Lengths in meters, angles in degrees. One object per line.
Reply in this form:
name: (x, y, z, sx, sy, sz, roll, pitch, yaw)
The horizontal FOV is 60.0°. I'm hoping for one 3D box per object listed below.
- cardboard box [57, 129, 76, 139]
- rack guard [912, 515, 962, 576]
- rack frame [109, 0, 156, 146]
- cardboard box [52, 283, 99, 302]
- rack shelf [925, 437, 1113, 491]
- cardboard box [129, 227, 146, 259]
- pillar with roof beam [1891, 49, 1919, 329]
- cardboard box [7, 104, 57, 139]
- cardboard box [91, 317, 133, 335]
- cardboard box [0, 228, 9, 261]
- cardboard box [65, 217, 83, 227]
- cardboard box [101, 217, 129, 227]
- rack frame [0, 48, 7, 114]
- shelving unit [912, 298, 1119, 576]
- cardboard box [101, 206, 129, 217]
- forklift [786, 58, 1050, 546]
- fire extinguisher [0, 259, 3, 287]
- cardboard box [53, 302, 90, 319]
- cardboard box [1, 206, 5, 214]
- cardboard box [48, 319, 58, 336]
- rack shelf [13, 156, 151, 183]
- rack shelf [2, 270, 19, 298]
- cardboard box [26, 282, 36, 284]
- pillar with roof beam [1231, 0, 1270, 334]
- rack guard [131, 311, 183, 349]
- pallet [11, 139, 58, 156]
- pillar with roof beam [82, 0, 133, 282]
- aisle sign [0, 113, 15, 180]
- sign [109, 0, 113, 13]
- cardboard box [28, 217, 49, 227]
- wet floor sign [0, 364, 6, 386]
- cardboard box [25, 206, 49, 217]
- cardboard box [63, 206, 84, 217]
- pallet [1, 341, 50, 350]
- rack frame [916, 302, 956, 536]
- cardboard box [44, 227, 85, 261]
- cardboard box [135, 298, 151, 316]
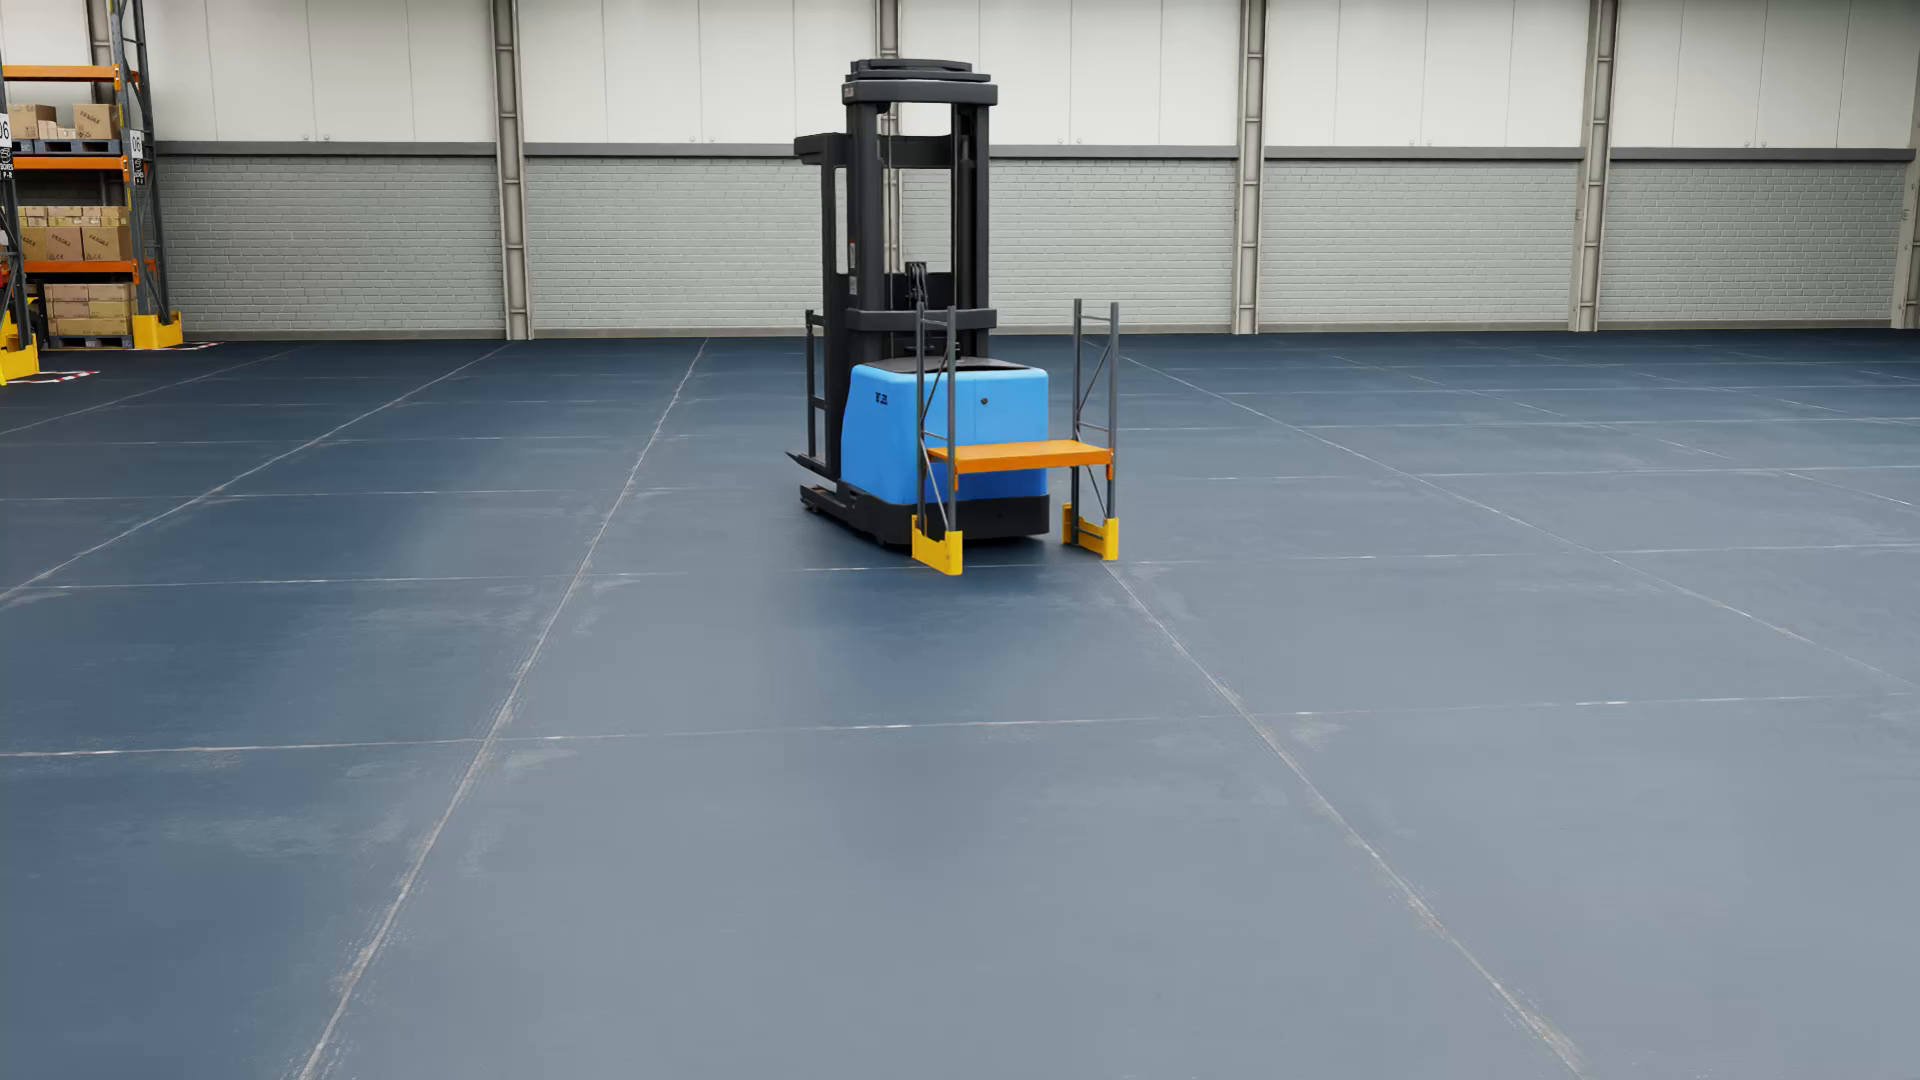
cardboard box: (-13.079, -5.969, 24.479, 0.250, 0.149, 0.380, -2, 11, -8)
rack guard: (-0.137, 0.026, 9.588, 0.087, 0.250, 0.587, -5, 12, -23)
rack frame: (-12.288, -7.384, 24.600, 0.127, 3.000, 1.000, -1, 11, -6)
cardboard box: (-13.219, -3.707, 24.894, 0.500, 0.250, 0.500, -1, 11, -5)
rack shelf: (0.328, -0.450, 9.701, 1.000, 0.185, 0.538, -5, 12, -23)
cardboard box: (-12.810, -4.532, 25.387, 0.500, 0.500, 0.500, -1, 11, -4)
pillar with roof beam: (17.212, -7.342, 24.385, 0.400, 9.000, 9.100, -1, 11, -6)
cardboard box: (-13.731, -6.158, 24.534, 0.500, 0.500, 0.700, -1, 11, -6)
cardboard box: (-12.721, -3.227, 25.045, 0.500, 0.250, 0.500, -1, 11, -6)
cardboard box: (-14.274, -4.396, 24.696, 0.500, 0.500, 0.500, -1, 11, -6)
cardboard box: (-13.118, -4.742, 24.772, 0.250, 0.149, 0.380, -1, 11, -5)
cardboard box: (-12.602, -4.747, 24.796, 0.250, 0.149, 0.380, -1, 11, -5)
rack frame: (-11.748, -6.432, 19.758, 0.127, 3.000, 1.000, -1, 11, -6)
shelving unit: (0.320, -0.626, 9.663, 1.083, 1.500, 0.587, -5, 12, -23)
cardboard box: (-12.621, -4.906, 24.834, 0.250, 0.149, 0.380, -1, 11, -6)
forklift: (-0.456, -1.643, 11.127, 1.130, 2.935, 3.031, -4, 12, -21)
fire extinguisher: (-11.585, -3.365, 19.907, 0.183, 0.674, 0.296, -1, 11, -6)
cardboard box: (-13.238, -3.464, 24.956, 0.500, 0.250, 0.500, -1, 11, -7)
cardboard box: (-14.146, -4.873, 24.666, 0.250, 0.149, 0.380, -1, 11, -5)
cardboard box: (-13.715, -3.210, 24.958, 0.500, 0.250, 0.500, -1, 11, -5)
rack shelf: (-14.276, -5.518, 24.747, 4.000, 0.370, 1.077, -1, 11, -6)
rack shelf: (-13.737, -3.094, 20.194, 4.000, 0.370, 1.077, -1, 11, -6)
cardboard box: (-14.291, -3.785, 25.294, 0.500, 0.250, 0.500, -1, 11, -7)
pillar with roof beam: (5.282, -7.092, 23.113, 0.400, 9.000, 9.100, -1, 11, -6)
rack guard: (-12.264, -3.214, 25.422, 0.348, 0.500, 1.175, -1, 11, -6)
pallet: (-14.209, -5.833, 24.716, 1.213, 0.211, 1.003, -1, 11, -6)
pillar with roof beam: (-12.613, -6.717, 21.206, 0.400, 9.000, 9.100, -1, 11, -6)
aisle sign: (-11.720, -4.825, 20.395, 0.004, 0.787, 0.394, -1, 11, -6)
sign: (-12.243, -7.777, 23.971, 0.005, 0.325, 0.100, -1, 11, -6)
cardboard box: (-13.626, -4.724, 24.683, 0.250, 0.149, 0.380, -2, 11, -8)
wet floor sign: (-11.444, -2.132, 19.540, 0.232, 0.644, 0.267, 3, 11, 14)
cardboard box: (-13.623, -4.866, 24.634, 0.250, 0.149, 0.380, -1, 11, -5)
cardboard box: (-13.120, -4.884, 24.723, 0.250, 0.149, 0.380, -1, 11, -5)
pallet: (-14.254, -3.023, 25.199, 1.213, 0.211, 1.003, -1, 11, -6)
rack frame: (-0.138, -0.587, 9.467, 0.032, 1.500, 0.500, -5, 12, -23)
cardboard box: (-13.266, -4.420, 24.815, 0.500, 0.500, 0.500, -1, 11, -4)
cardboard box: (-12.778, -3.573, 25.508, 0.500, 0.250, 0.500, -1, 11, -5)
